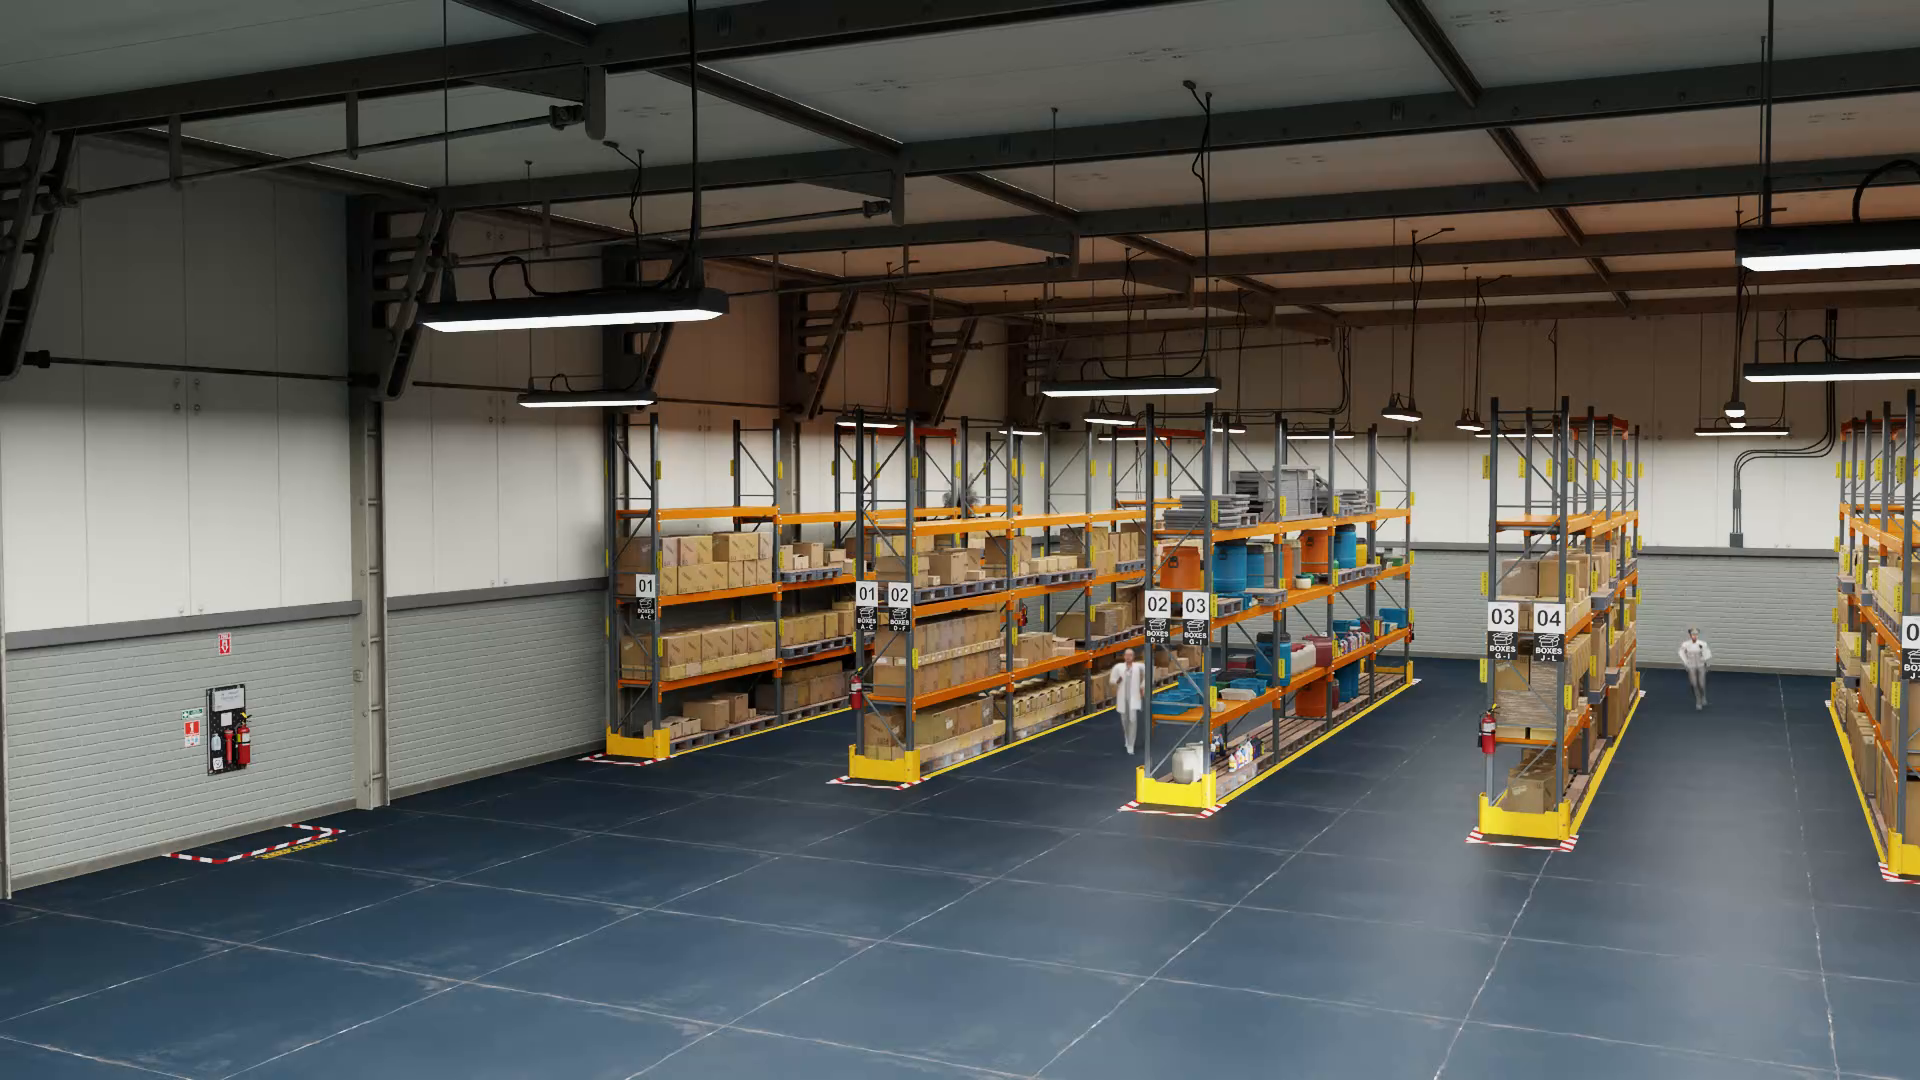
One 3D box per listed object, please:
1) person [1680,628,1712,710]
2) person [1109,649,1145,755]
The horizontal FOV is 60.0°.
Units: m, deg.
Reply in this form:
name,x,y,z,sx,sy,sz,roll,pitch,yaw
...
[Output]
name,x,y,z,sx,sy,sz,roll,pitch,yaw
person,15.495,2.694,35.019,0.626,1.704,0.798,1,3,23
person,3.003,2.846,29.588,0.690,1.819,0.910,1,2,15
